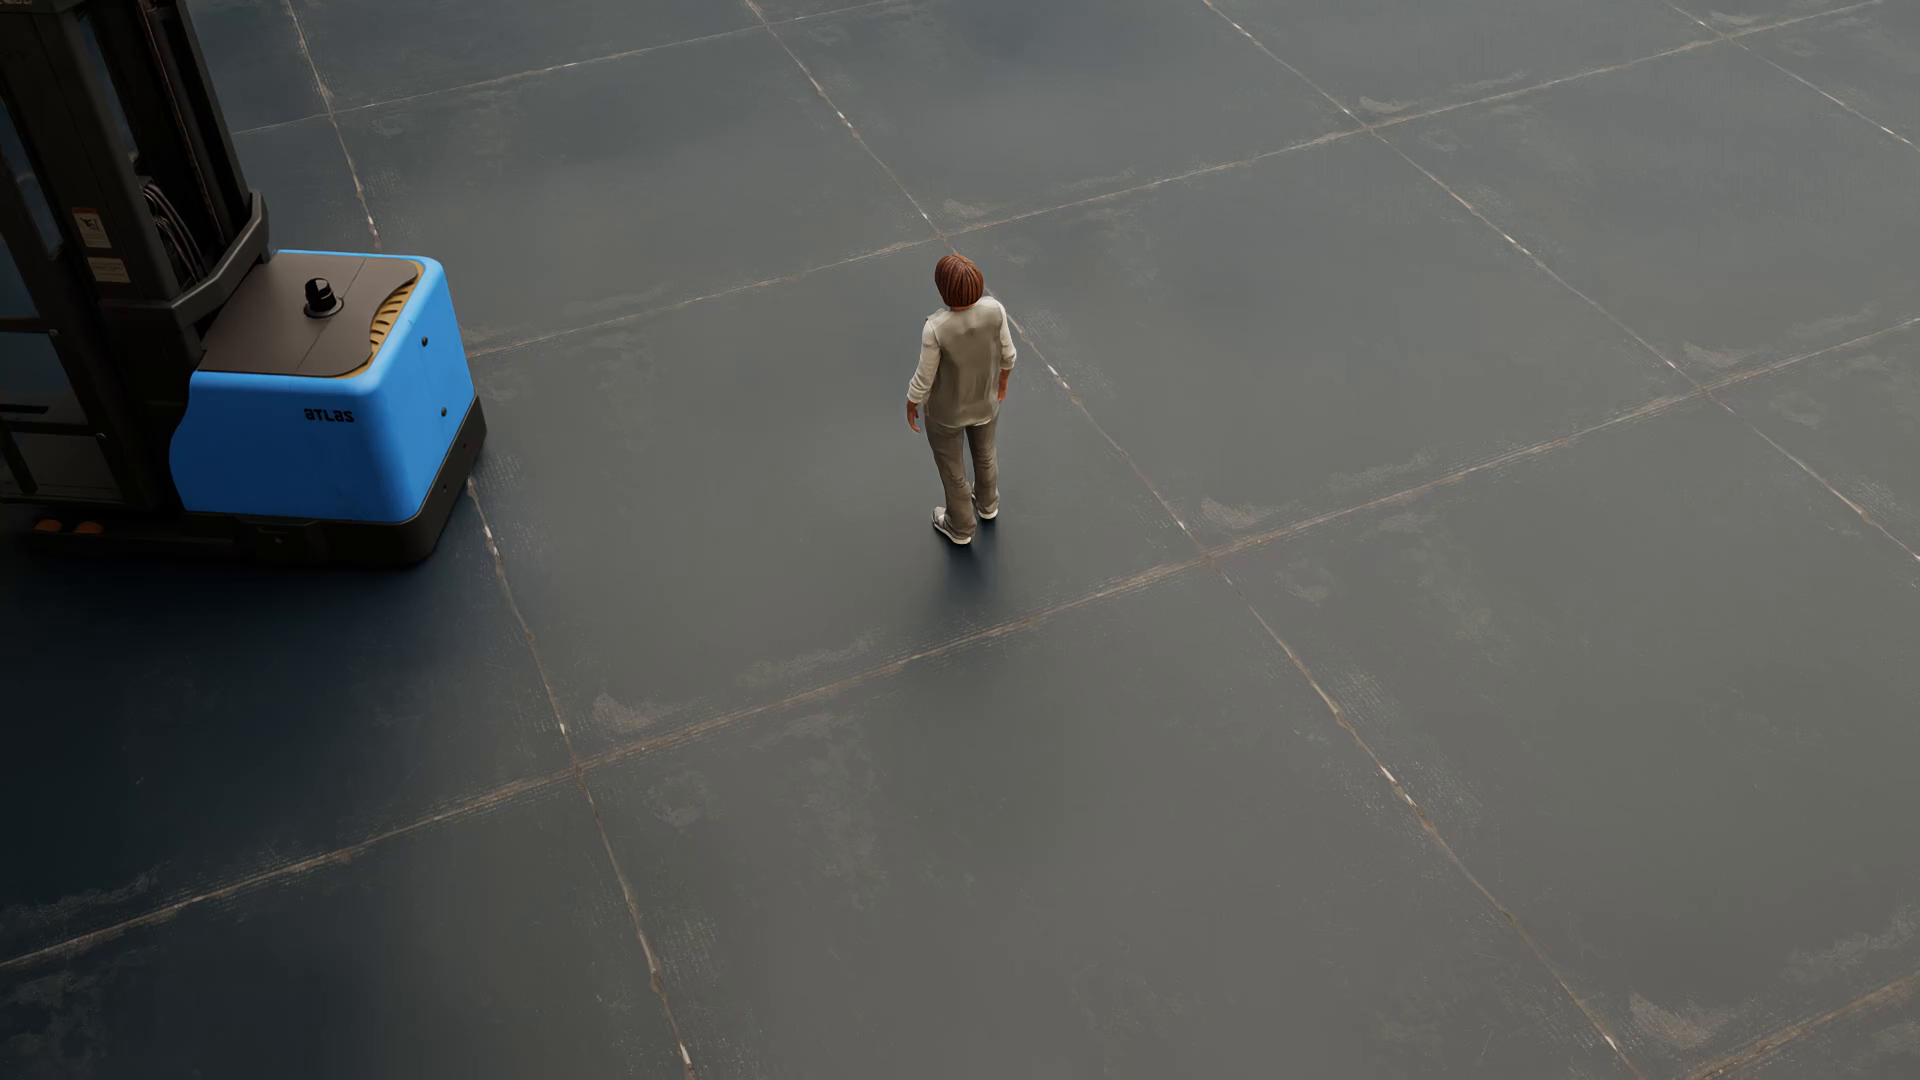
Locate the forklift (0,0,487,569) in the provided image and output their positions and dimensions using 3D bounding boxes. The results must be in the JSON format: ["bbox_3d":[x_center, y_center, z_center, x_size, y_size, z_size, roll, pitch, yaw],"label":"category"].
[{"bbox_3d":[-3.907,-1.352,7.129,3.031,2.935,1.130,3,43,4],"label":"forklift"}]

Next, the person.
[{"bbox_3d":[-0.019,-0.639,7.332,0.521,1.599,0.473,-18,46,-18],"label":"person"}]
